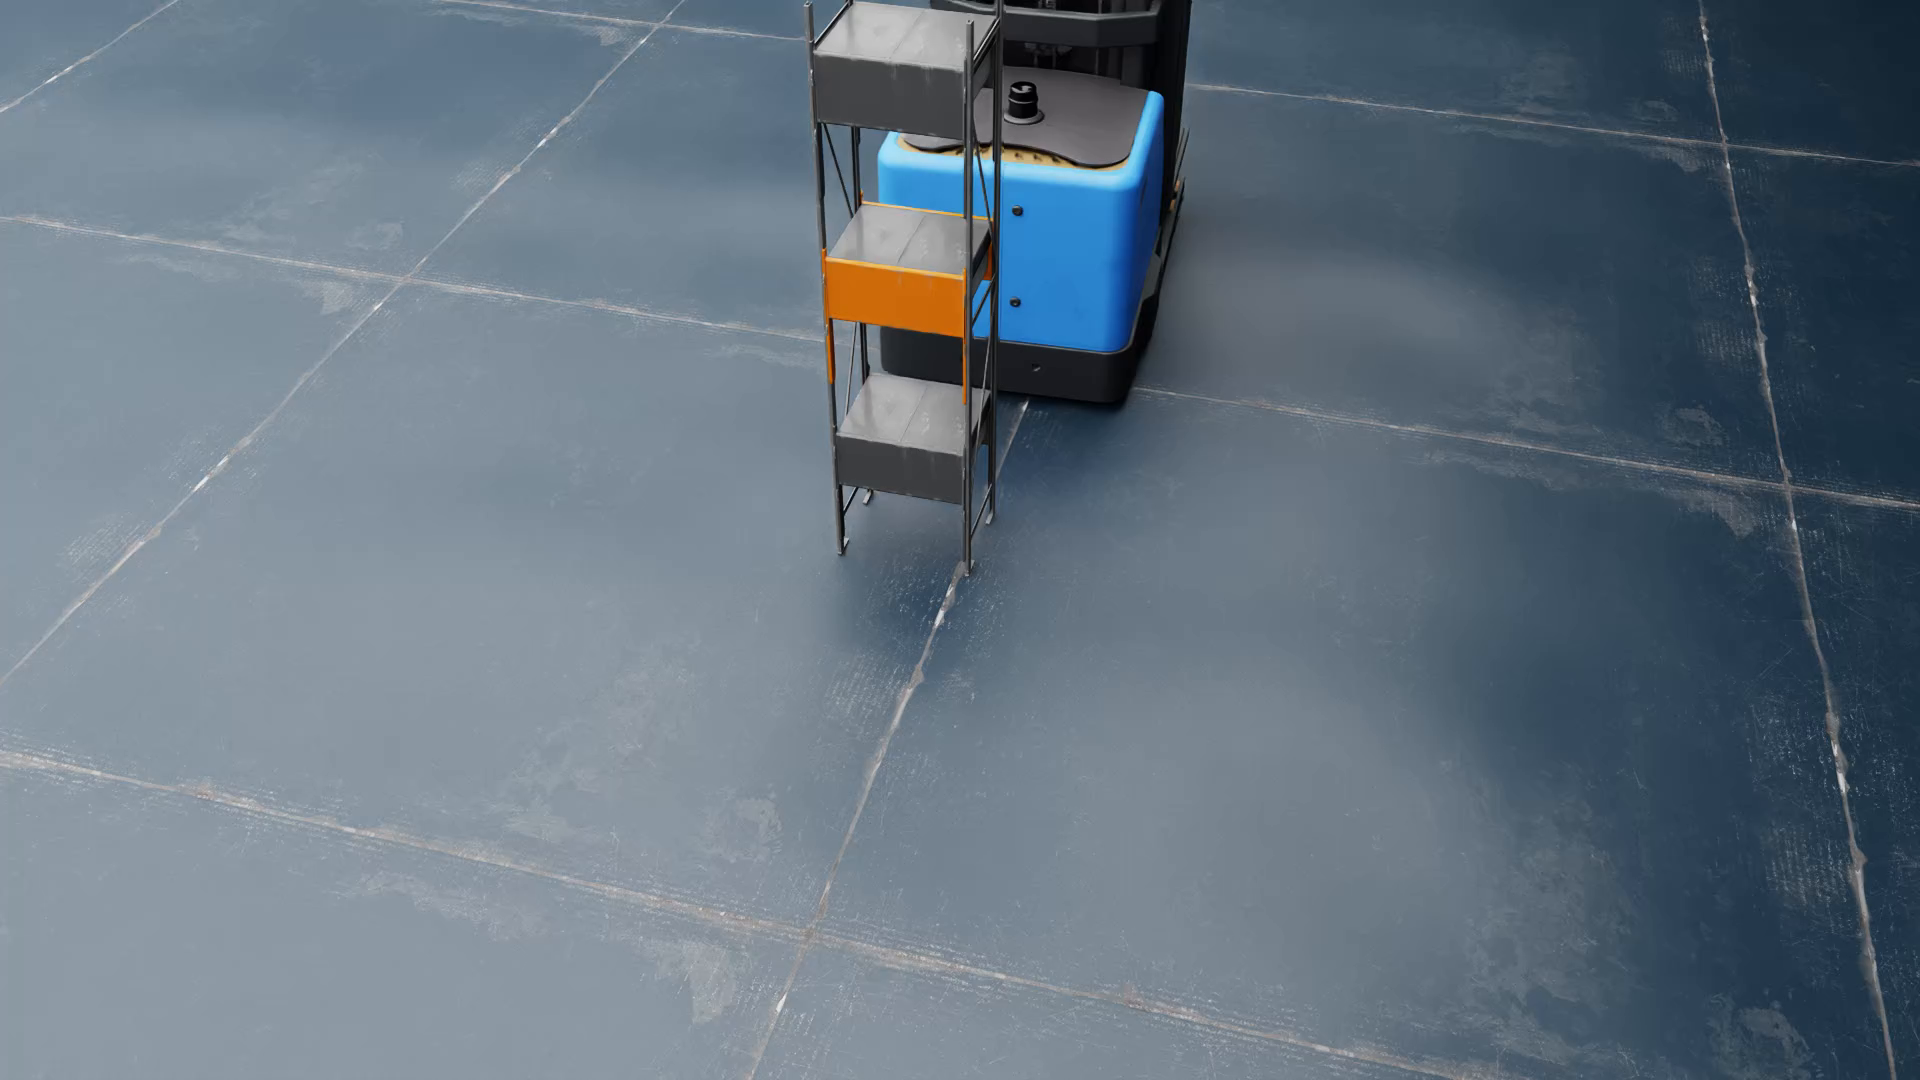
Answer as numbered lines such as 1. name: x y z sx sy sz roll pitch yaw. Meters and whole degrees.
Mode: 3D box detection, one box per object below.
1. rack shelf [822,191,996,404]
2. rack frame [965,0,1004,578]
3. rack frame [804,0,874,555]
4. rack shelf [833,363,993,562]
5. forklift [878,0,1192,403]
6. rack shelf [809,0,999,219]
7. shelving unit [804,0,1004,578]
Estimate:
1. rack shelf: -0.160 -0.821 5.616 0.480 0.518 0.431 10 41 11
2. rack frame: 0.076 -0.791 5.559 0.015 2.100 0.400 10 41 11
3. rack frame: -0.396 -0.872 5.656 0.015 2.100 0.400 10 41 11
4. rack shelf: -0.160 -0.285 6.066 0.480 0.518 0.431 10 41 11
5. forklift: 0.485 -2.638 7.112 1.130 2.935 3.031 8 41 9
6. rack shelf: -0.160 -1.357 5.166 0.480 0.518 0.431 10 41 11
7. shelving unit: -0.160 -0.832 5.607 0.503 2.100 0.431 10 41 11
